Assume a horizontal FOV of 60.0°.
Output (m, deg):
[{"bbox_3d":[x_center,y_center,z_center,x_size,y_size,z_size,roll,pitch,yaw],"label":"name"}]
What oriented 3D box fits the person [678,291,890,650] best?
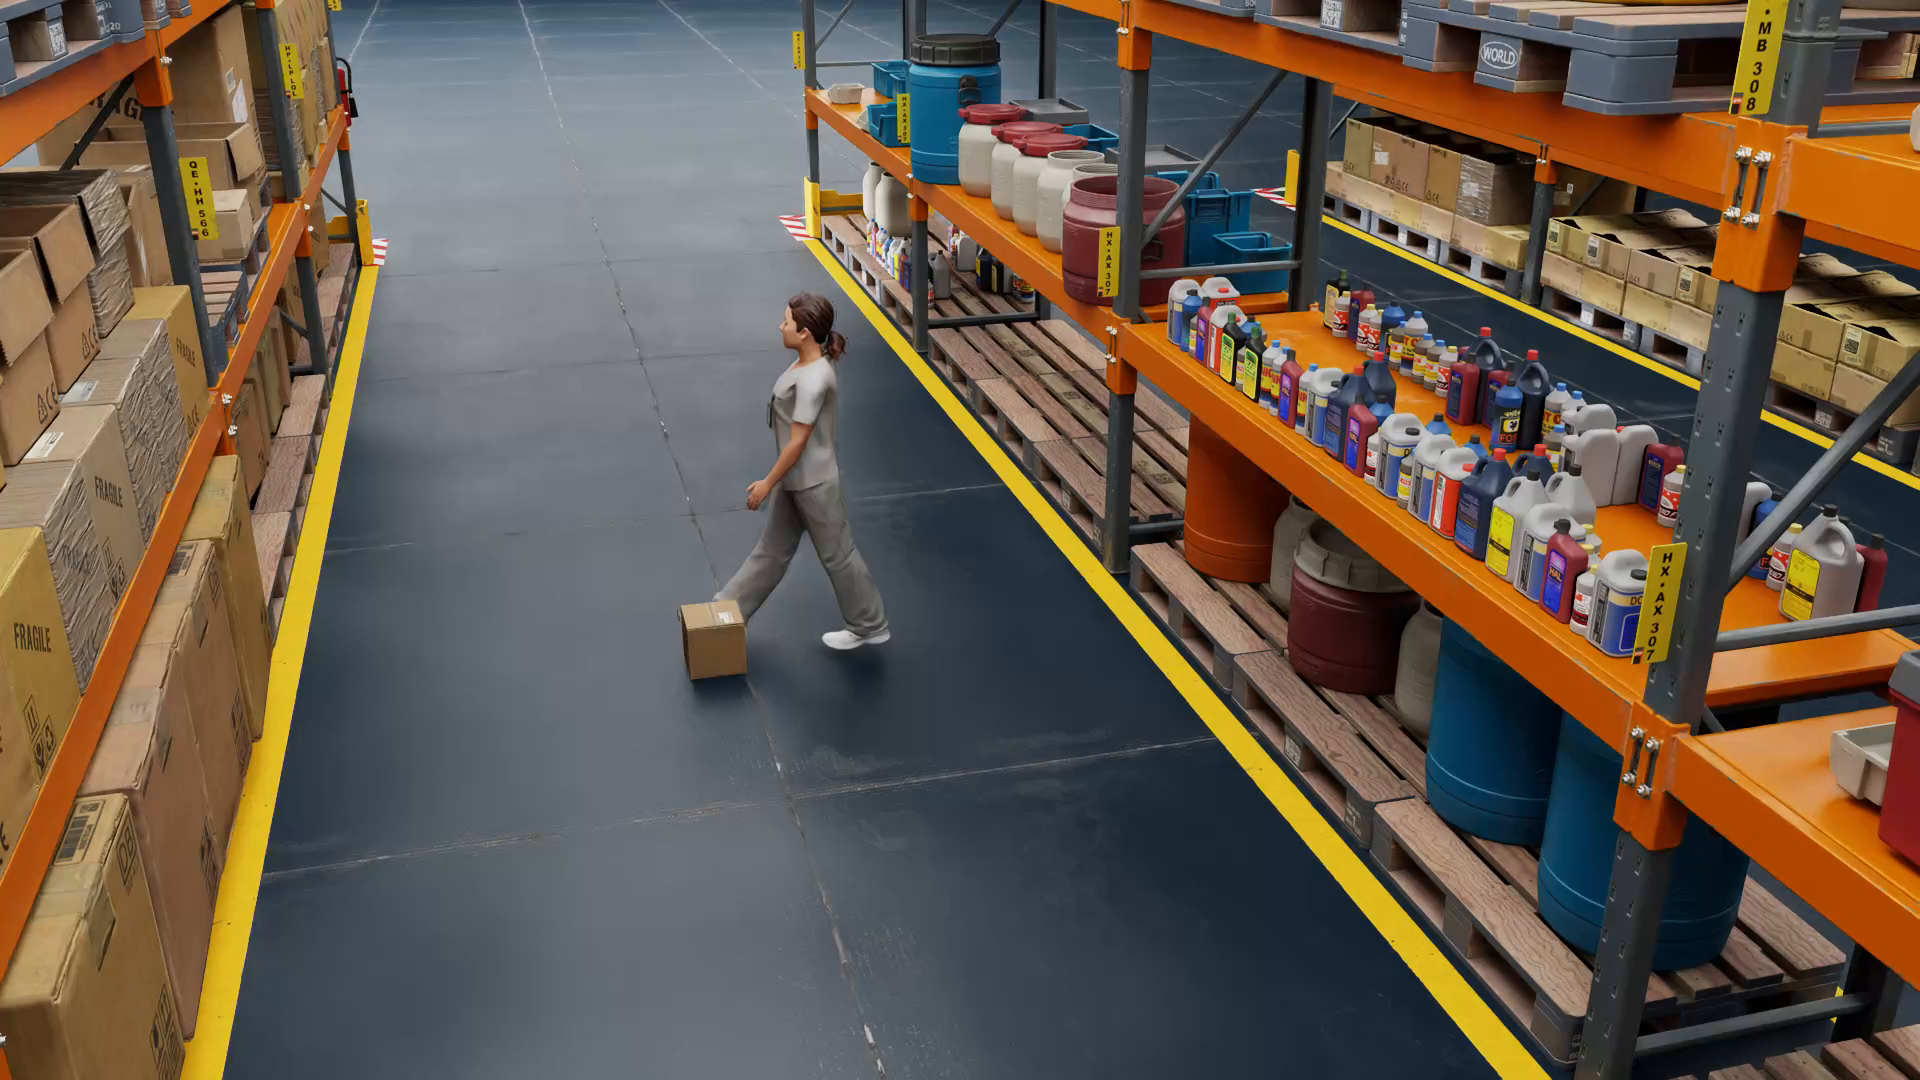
[{"bbox_3d":[-0.782,-0.260,7.188,0.939,1.630,0.450,-4,23,-10],"label":"person"}]
